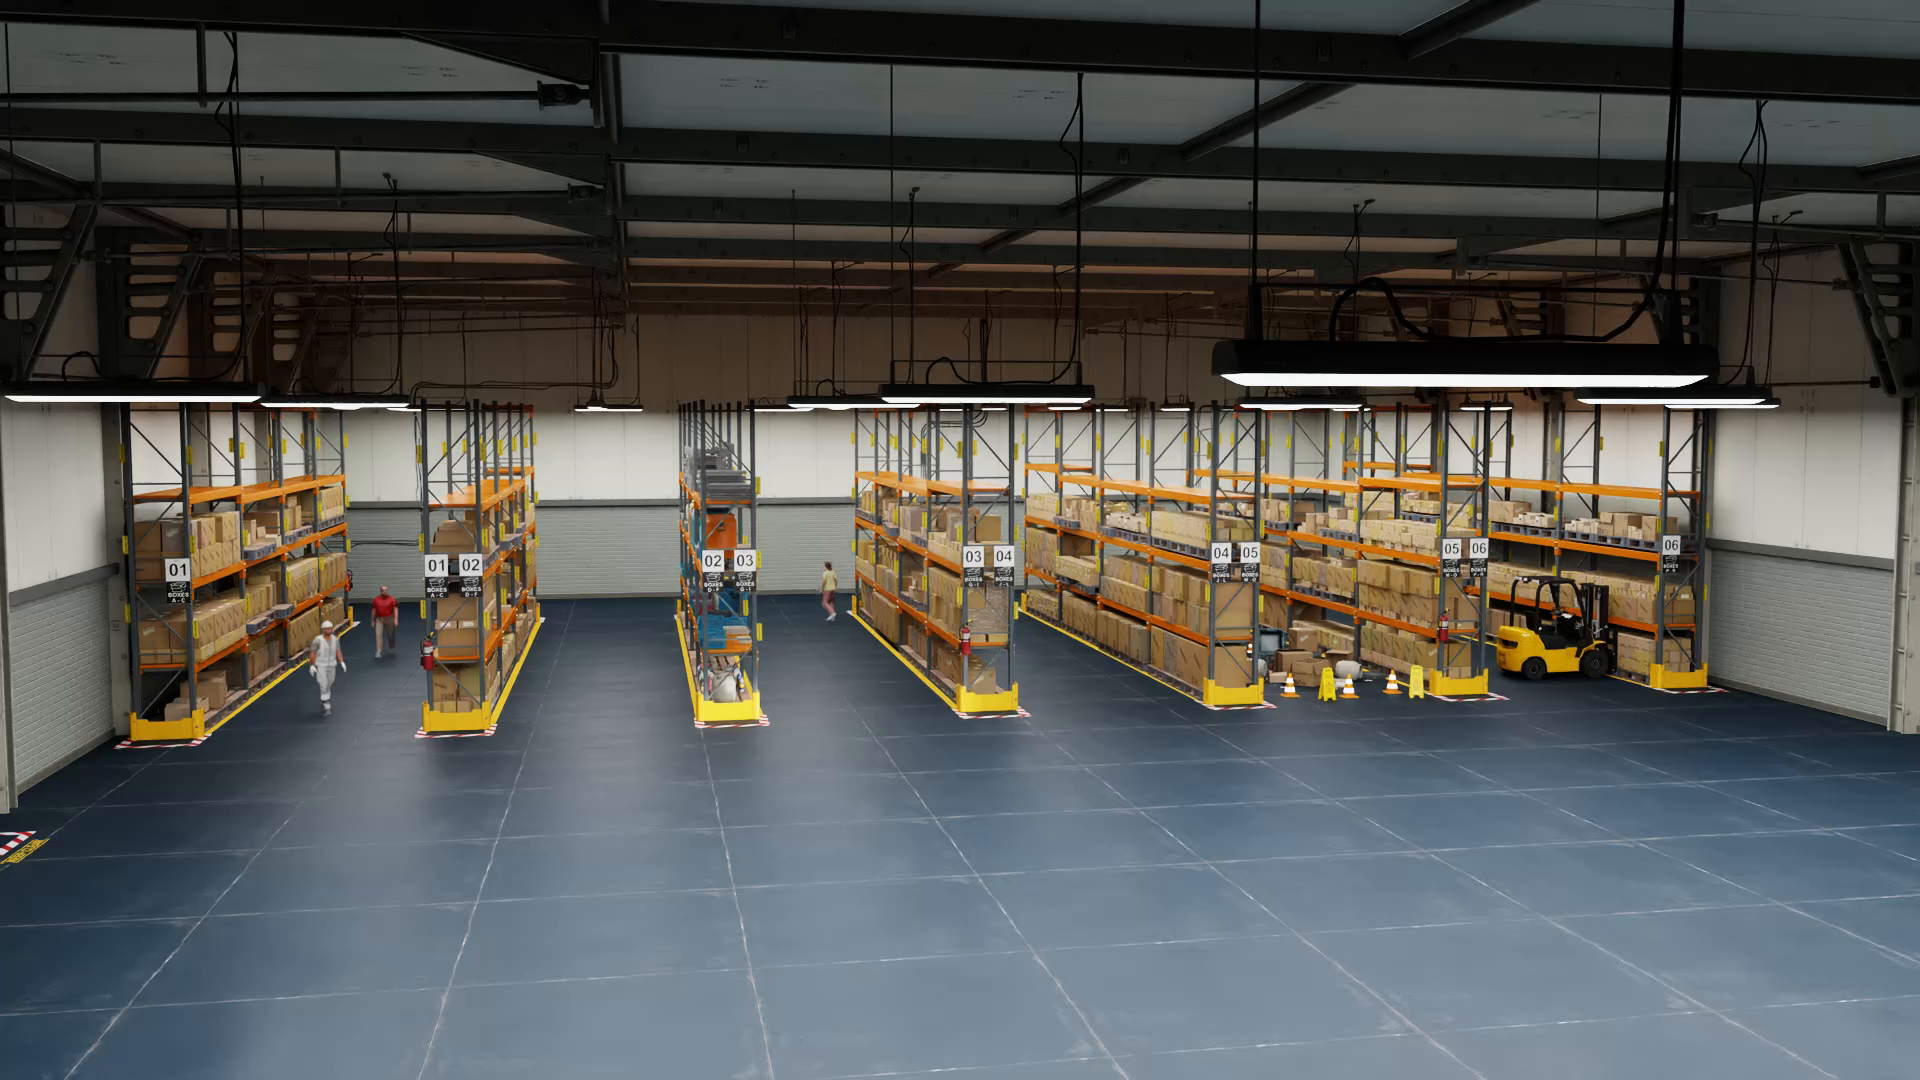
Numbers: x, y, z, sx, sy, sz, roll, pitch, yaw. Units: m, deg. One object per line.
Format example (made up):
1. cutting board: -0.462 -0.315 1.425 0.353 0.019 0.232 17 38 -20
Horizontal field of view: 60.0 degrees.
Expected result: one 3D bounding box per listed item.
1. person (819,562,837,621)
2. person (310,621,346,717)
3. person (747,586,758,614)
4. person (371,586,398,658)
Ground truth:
1. person: -3.574 1.432 46.061 0.516 1.647 0.616 -4 6 -44
2. person: -12.132 2.432 31.879 0.629 1.770 0.958 -4 6 -40
3. person: -6.135 1.274 47.861 0.517 1.630 0.988 -2 5 -26
4. person: -13.607 1.908 39.272 0.638 1.659 1.084 -1 4 -8
